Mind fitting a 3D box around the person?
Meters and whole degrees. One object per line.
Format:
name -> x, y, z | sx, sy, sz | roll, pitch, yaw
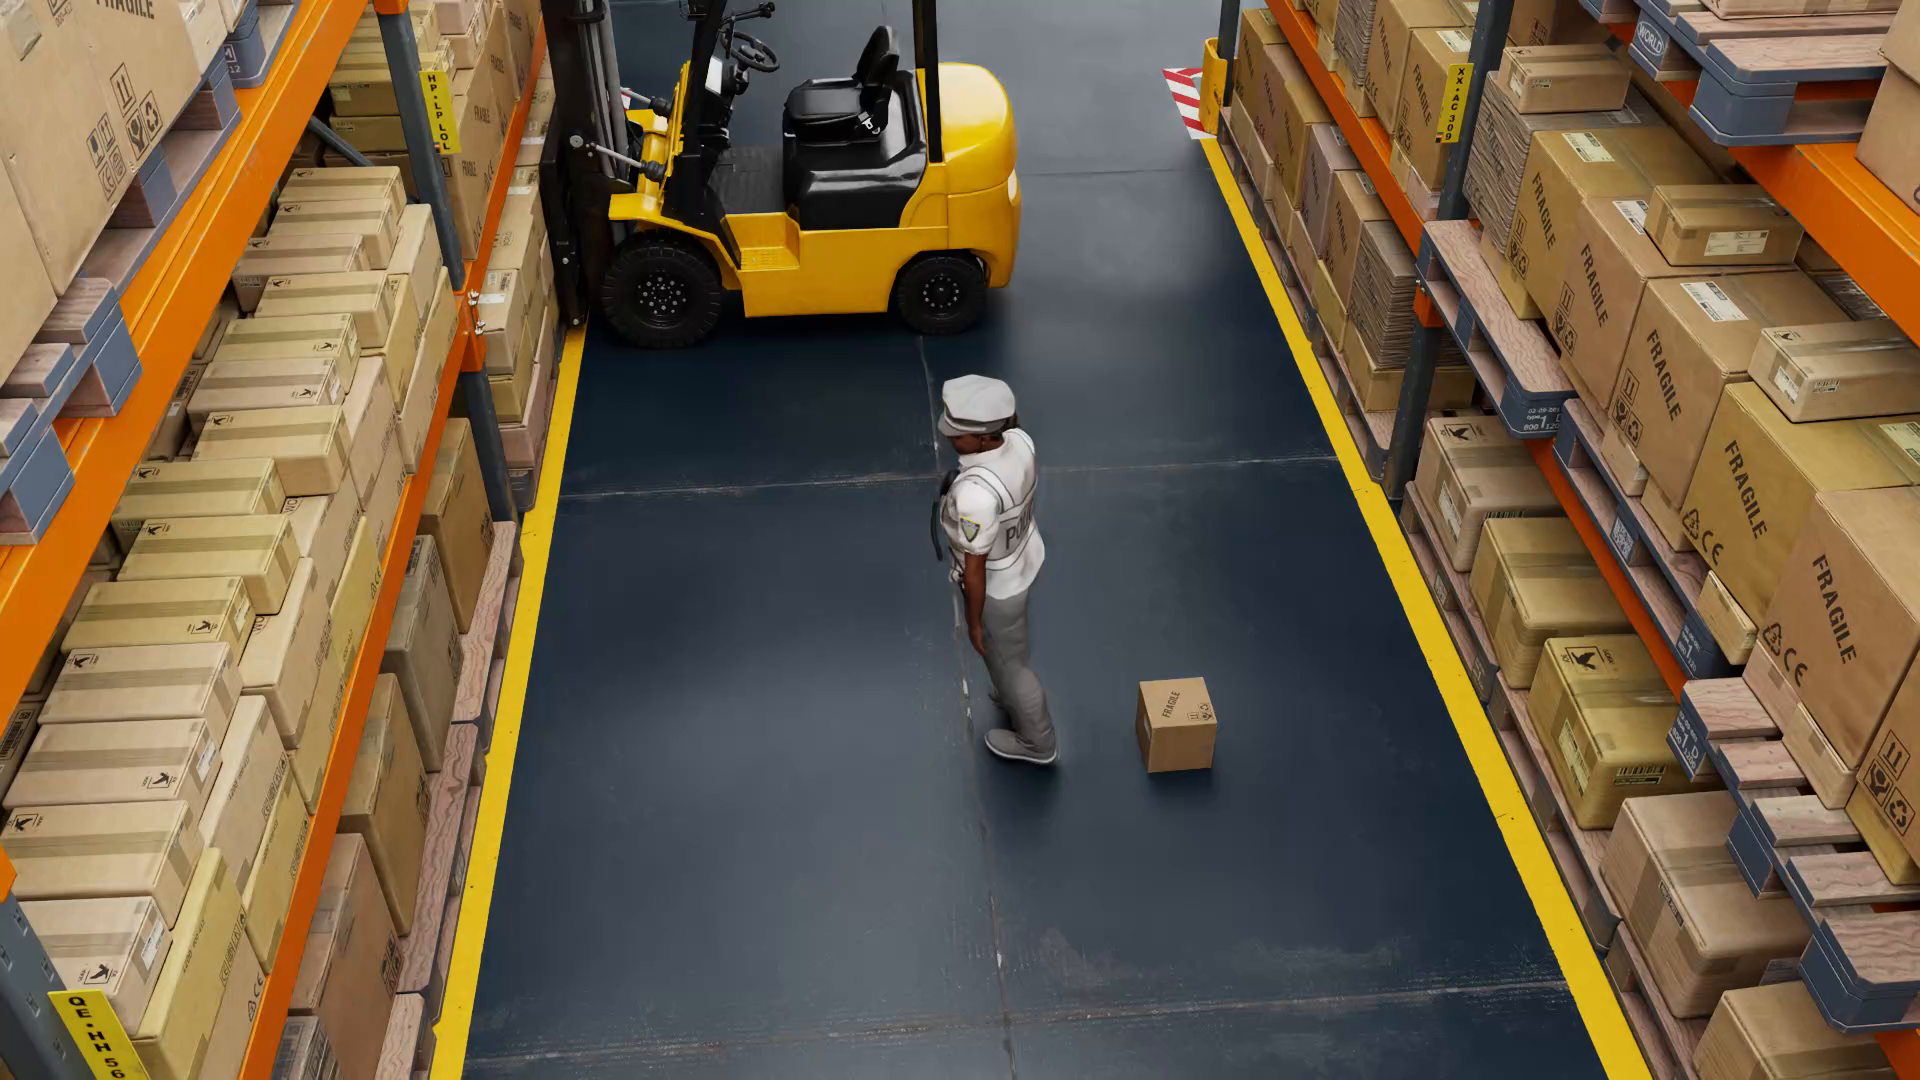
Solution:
person -> -0.003, -0.126, 5.806 | 0.327, 1.003, 0.493 | 14, 41, 16
